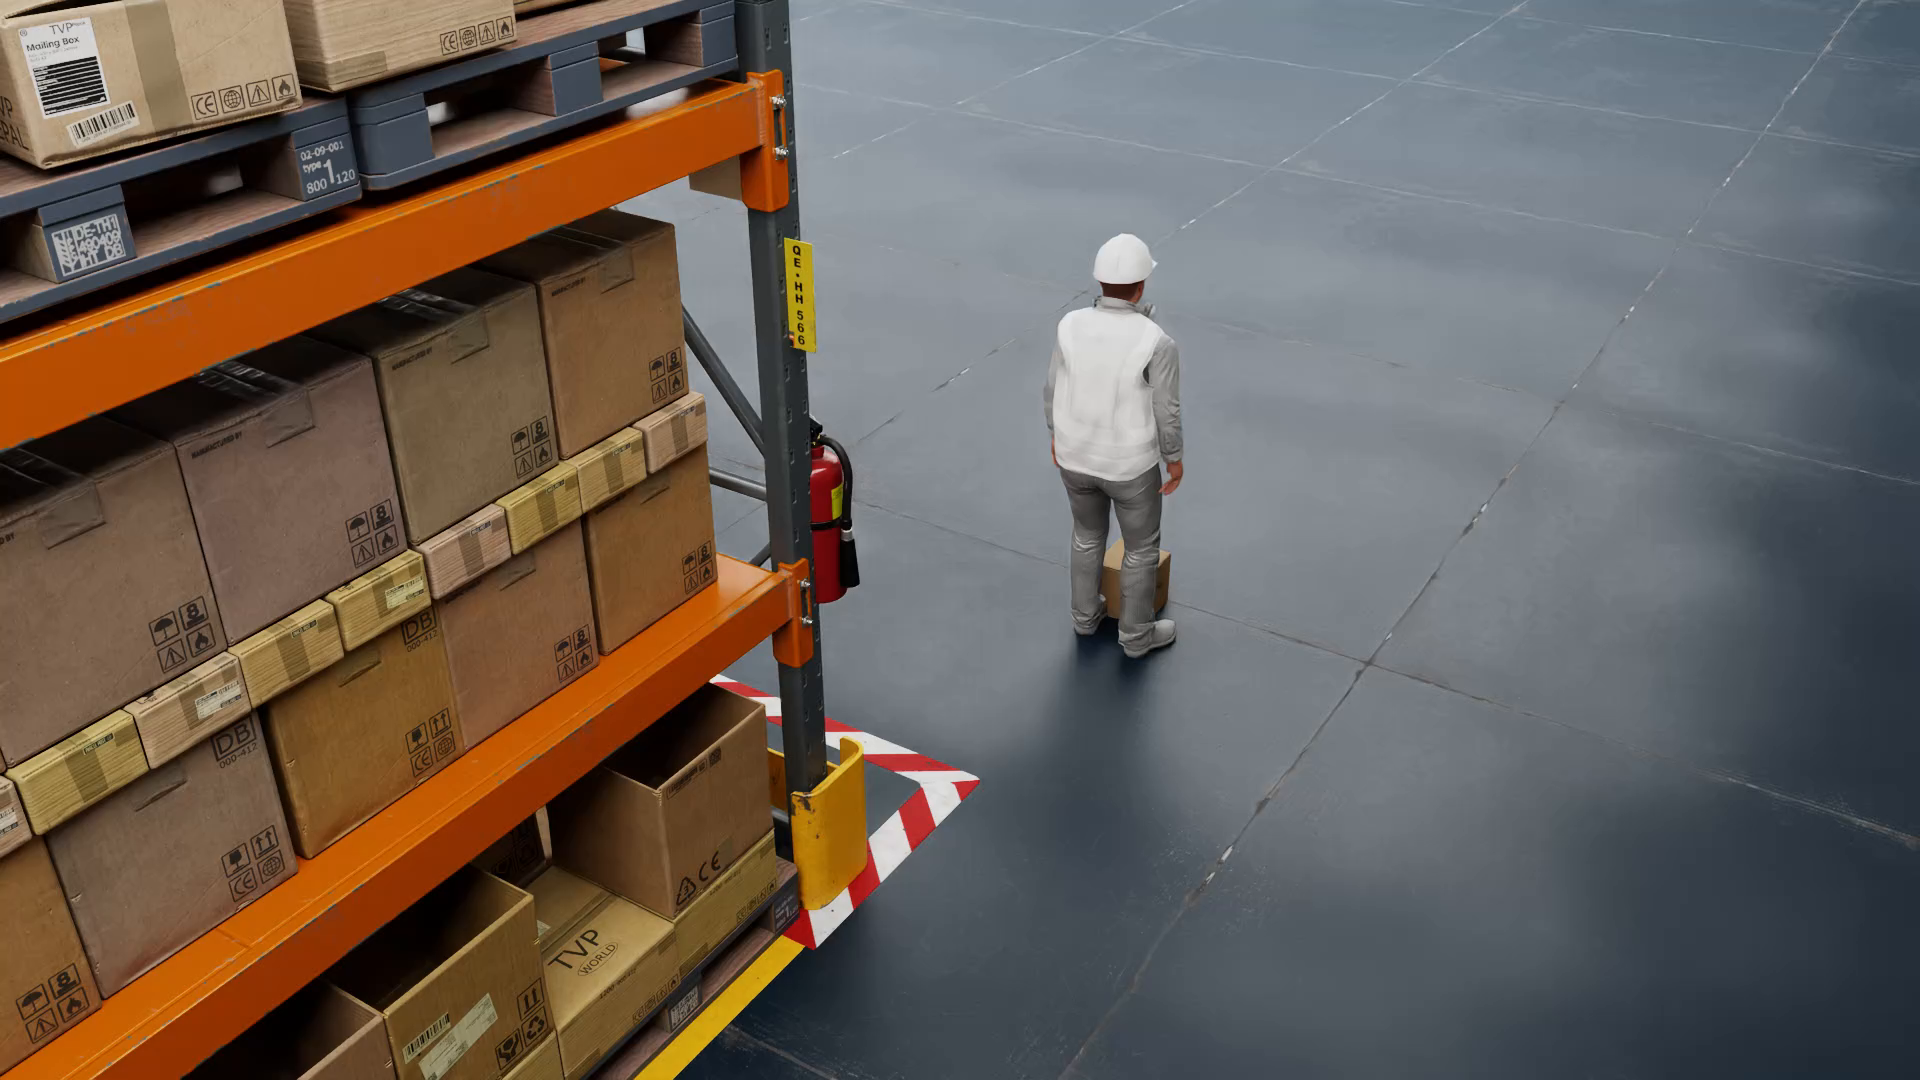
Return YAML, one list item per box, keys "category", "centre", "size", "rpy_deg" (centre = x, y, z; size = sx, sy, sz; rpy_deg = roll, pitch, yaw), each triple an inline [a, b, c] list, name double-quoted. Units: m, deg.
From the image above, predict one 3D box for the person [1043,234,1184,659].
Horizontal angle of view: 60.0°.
- category: "person"
  centre: [0.619, -0.362, 6.724]
  size: [0.589, 1.772, 0.464]
  rpy_deg: [17, 34, 26]
